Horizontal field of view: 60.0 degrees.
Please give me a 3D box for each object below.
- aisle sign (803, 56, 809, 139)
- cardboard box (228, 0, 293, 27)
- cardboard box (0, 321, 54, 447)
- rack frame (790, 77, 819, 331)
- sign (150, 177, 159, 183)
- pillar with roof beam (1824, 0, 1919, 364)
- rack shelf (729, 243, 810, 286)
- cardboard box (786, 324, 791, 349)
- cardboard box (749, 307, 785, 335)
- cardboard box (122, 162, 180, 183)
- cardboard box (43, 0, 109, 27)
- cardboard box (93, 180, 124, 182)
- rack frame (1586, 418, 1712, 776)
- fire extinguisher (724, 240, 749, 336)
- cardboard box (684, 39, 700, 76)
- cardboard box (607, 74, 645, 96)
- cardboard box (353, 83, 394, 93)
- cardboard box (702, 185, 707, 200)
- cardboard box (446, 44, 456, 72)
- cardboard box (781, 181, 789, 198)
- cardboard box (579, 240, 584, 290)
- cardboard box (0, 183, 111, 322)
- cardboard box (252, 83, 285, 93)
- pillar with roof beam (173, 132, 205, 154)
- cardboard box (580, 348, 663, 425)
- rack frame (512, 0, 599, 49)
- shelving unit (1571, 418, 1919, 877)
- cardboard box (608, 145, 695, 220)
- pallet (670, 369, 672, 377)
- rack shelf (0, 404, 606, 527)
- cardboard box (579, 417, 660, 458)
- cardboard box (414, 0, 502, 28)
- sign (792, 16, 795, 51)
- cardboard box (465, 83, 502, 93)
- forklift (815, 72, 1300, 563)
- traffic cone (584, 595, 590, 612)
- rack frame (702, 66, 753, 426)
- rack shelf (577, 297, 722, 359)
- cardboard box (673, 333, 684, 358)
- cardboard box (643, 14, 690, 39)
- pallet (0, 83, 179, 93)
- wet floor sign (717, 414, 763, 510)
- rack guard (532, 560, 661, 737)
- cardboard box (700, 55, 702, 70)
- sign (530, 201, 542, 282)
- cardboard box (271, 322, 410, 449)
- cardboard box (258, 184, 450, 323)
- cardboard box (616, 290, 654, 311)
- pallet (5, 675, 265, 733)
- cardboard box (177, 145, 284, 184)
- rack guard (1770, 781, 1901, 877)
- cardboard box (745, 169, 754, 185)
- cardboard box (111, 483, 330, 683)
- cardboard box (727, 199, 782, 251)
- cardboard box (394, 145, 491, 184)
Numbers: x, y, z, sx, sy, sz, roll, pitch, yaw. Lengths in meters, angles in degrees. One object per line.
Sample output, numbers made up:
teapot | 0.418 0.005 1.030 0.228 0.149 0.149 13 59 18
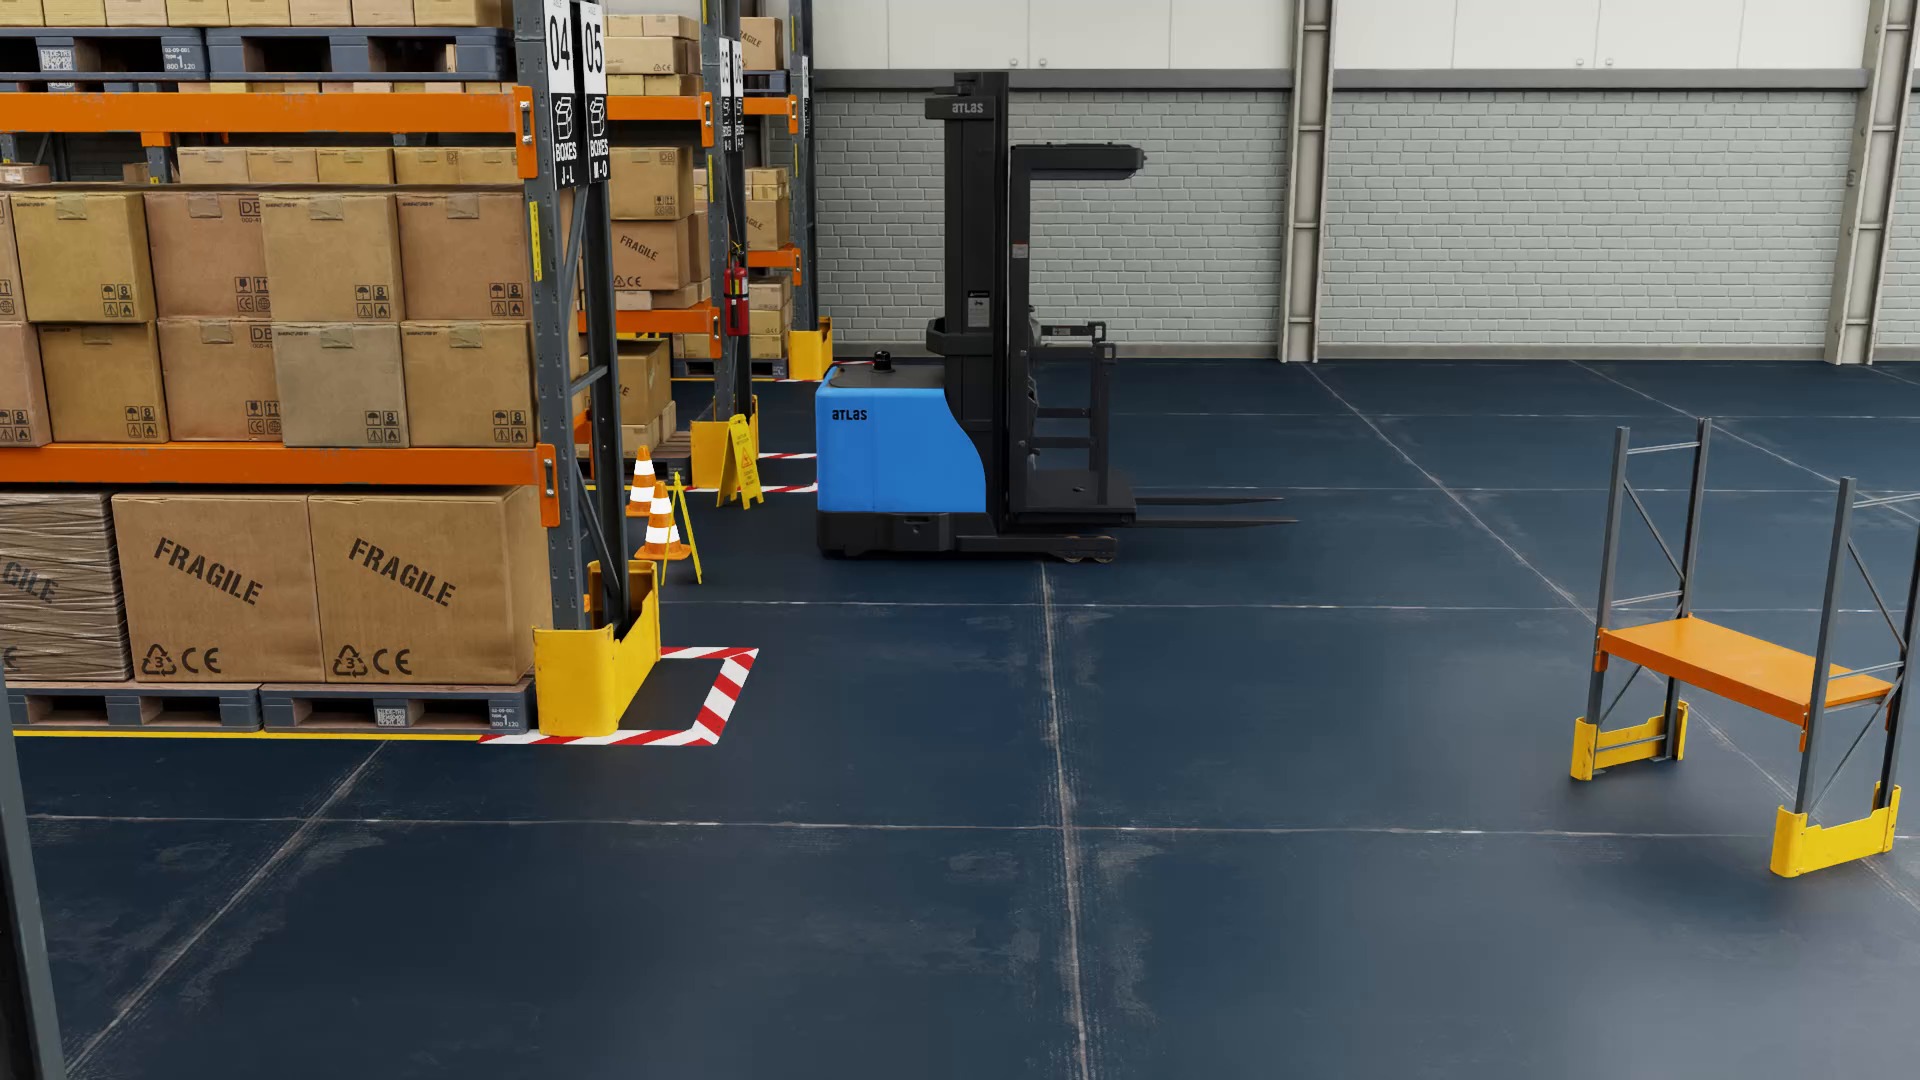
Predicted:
aisle sign | -1.541 -4.425 16.634 0.004 0.787 0.394 0 15 1
cardboard box | -2.850 -2.215 6.950 0.250 0.149 0.380 1 15 2
cardboard box | -4.290 -0.782 7.630 0.550 0.550 0.875 0 15 1
rack frame | -1.599 -3.243 17.252 0.127 3.000 1.000 0 15 1
sign | -5.731 -2.421 11.868 0.005 0.325 0.100 0 15 1
pillar with roof beam | 9.614 -5.202 12.917 0.400 9.000 9.100 0 15 1
rack shelf | -3.598 -2.908 17.393 4.000 0.370 1.077 0 15 1
cardboard box | -2.085 -2.170 17.750 0.500 0.250 0.500 0 15 2
cardboard box | -2.094 -2.282 17.195 0.500 0.250 0.500 0 15 1
cardboard box | -6.182 -2.805 12.719 0.250 0.149 0.380 0 15 1
cardboard box | -3.613 -2.220 6.968 0.250 0.149 0.380 1 15 2
cardboard box | -9.002 -3.733 17.643 0.250 0.149 0.380 1 15 3
rack frame | 2.868 0.248 6.958 0.500 1.500 0.032 -7 16 -24
fire extinguisher | -1.619 -1.821 12.015 0.183 0.674 0.296 0 15 1
cardboard box | -2.218 -3.570 12.322 0.500 0.250 0.500 0 15 0
cardboard box | -2.335 -3.230 11.816 0.250 0.149 0.380 0 15 2
cardboard box | -4.129 -3.237 11.840 0.250 0.149 0.380 0 15 0
cardboard box | -2.467 -3.547 16.937 0.250 0.149 0.380 1 15 2
cardboard box | -3.767 -3.442 11.836 0.500 0.250 0.500 1 15 2
cardboard box | -1.932 -3.673 17.415 0.250 0.149 0.380 0 15 0
cardboard box | -2.772 -2.107 12.167 0.500 0.500 0.500 0 15 2
cardboard box | -4.289 -1.311 7.518 0.550 0.550 0.875 0 15 1
cardboard box | -4.905 -3.278 11.997 0.250 0.149 0.380 0 15 1
pillar with roof beam | -8.380 -5.319 13.362 0.400 9.000 9.100 0 15 1
cardboard box | -2.530 -1.152 12.423 0.500 0.500 0.500 0 15 2
rack frame | -1.748 -3.615 6.901 0.127 3.000 1.000 0 15 1
shelving unit | 3.079 0.364 6.521 0.587 1.500 1.083 -7 16 -24
cardboard box | -2.238 -2.600 12.077 0.500 0.500 0.700 0 15 0
pallet | -3.581 -1.898 17.618 1.213 0.211 1.003 0 15 1
rack shelf | -3.747 -0.379 7.808 4.000 0.370 1.077 0 15 1
cardboard box | -2.561 -0.787 12.511 0.500 0.250 0.500 0 15 1
cardboard box | -2.089 -2.210 6.930 0.250 0.149 0.380 0 15 1
sign | -1.627 -4.945 16.242 0.005 0.325 0.100 0 15 1
cardboard box | -3.365 -3.252 11.900 0.250 0.149 0.380 0 15 0
forklift | 0.624 -1.414 10.452 3.031 2.935 1.130 0 15 1
traffic cone | -2.242 0.147 9.376 0.334 0.463 0.336 0 15 1
rack frame | -1.722 -1.977 12.454 0.127 3.000 1.000 0 15 1
rack shelf | -3.721 -1.642 12.595 4.000 0.370 1.077 0 15 1
cardboard box | -3.074 -2.050 17.297 0.500 0.250 0.500 1 15 2
cardboard box | -2.068 -3.618 11.724 0.250 0.149 0.380 1 15 2
pallet | -6.335 -3.394 12.312 1.003 0.211 1.213 0 15 1
wet floor sign | -1.560 -0.565 11.715 0.232 0.644 0.267 6 16 21
rack guard | -1.724 0.495 7.985 0.348 0.500 1.175 0 15 1
cardboard box | -2.435 -4.751 16.562 0.250 0.149 0.380 0 15 0
sign | -1.775 -1.250 6.964 0.005 0.325 0.100 0 15 1
cardboard box | -2.670 -0.775 7.605 0.550 0.550 0.875 0 15 1
cardboard box | -2.670 -1.301 7.481 0.550 0.550 0.875 0 15 1
cardboard box | -2.358 -1.777 12.187 0.250 0.149 0.380 0 15 1
pallet | -3.765 0.640 7.999 1.213 0.211 1.003 0 15 1
cardboard box | -5.287 -2.621 12.154 0.500 0.500 0.700 0 15 1
rack guard | 3.290 1.083 6.244 0.587 0.250 0.087 -7 16 -24
cardboard box | -2.210 -3.691 16.899 0.250 0.149 0.380 0 15 2
cardboard box | -3.307 0.118 7.856 0.875 0.875 0.875 0 15 1
cardboard box | -2.098 -3.227 16.997 0.500 0.500 0.500 0 15 0
cardboard box | -3.752 -2.621 12.156 0.500 0.500 0.700 0 15 1
